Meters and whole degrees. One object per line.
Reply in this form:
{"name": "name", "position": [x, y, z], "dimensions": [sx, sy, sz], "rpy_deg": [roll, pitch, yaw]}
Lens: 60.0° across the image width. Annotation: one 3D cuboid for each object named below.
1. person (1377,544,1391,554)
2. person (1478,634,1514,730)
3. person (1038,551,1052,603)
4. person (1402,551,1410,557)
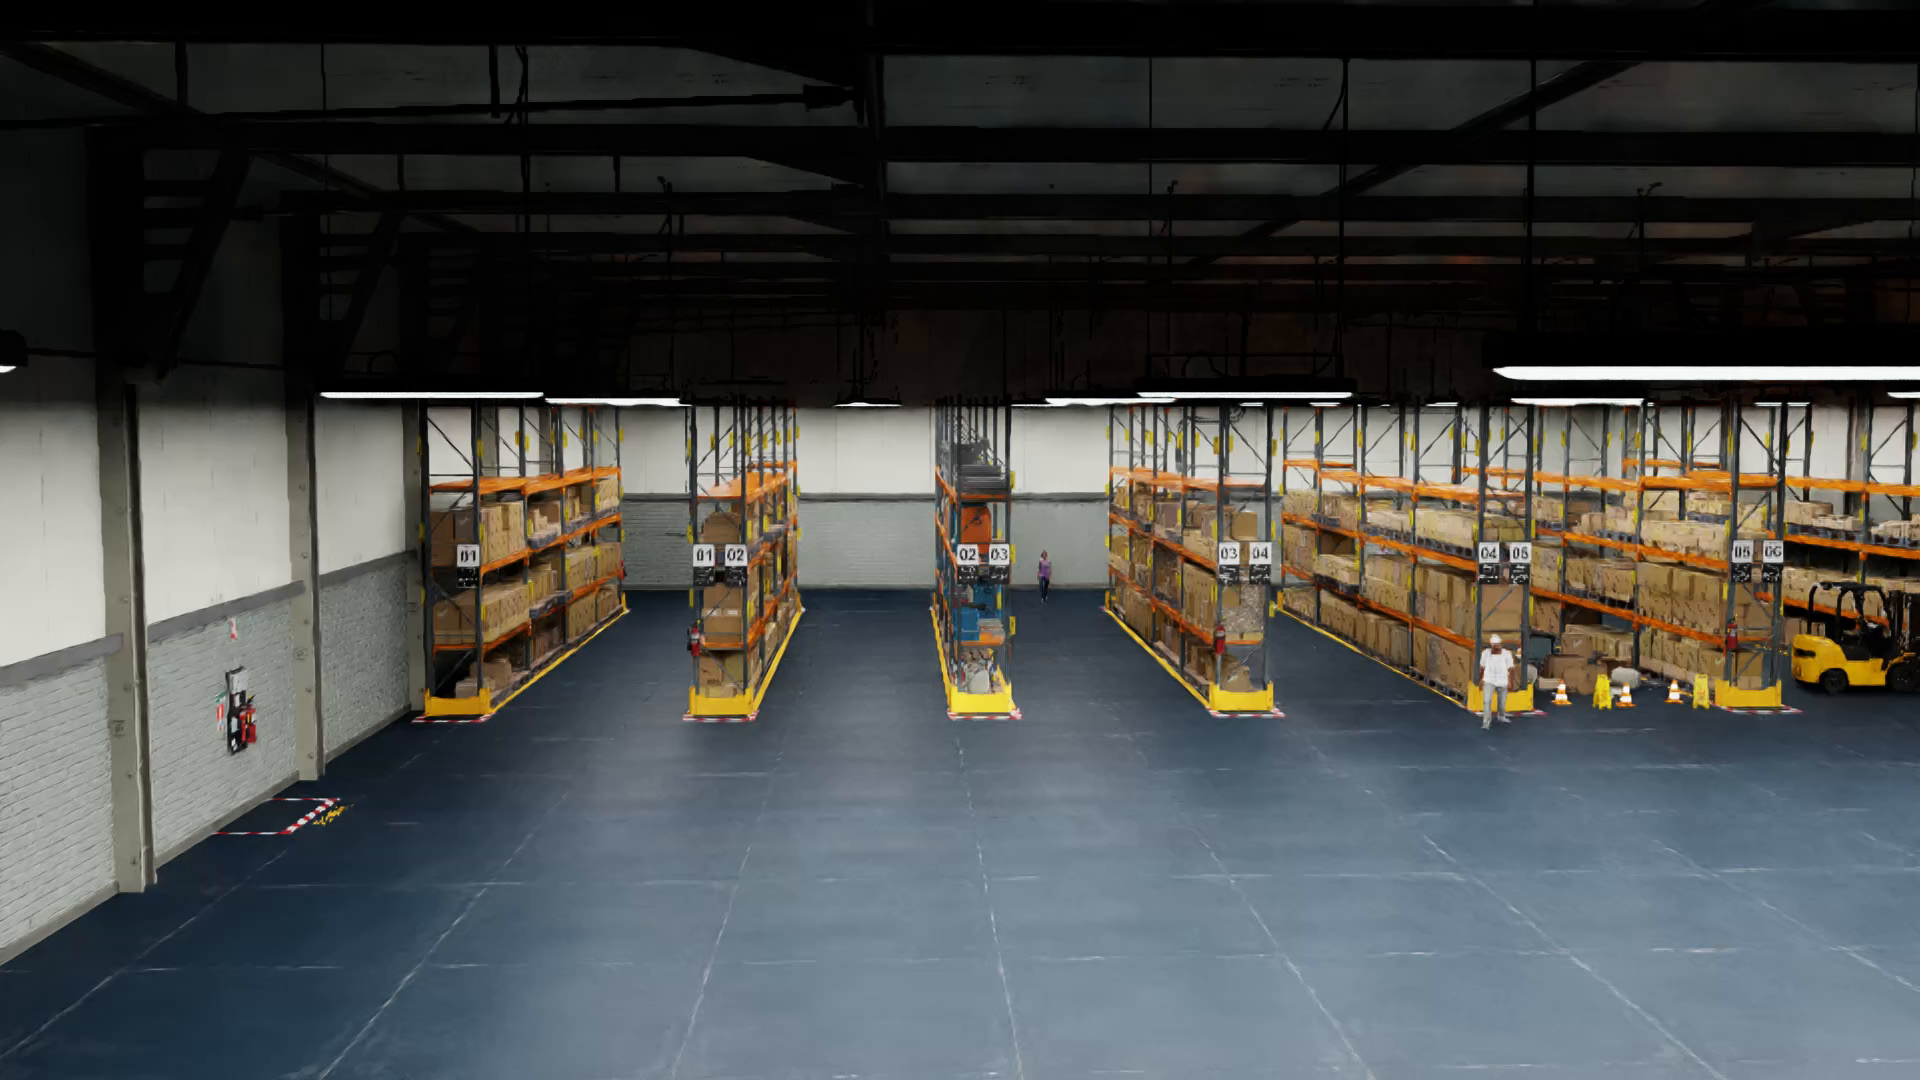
{"name": "person", "position": [13.226, 0.855, 51.696], "dimensions": [0.548, 1.615, 0.552], "rpy_deg": [3, 5, 34]}
{"name": "person", "position": [9.622, 2.528, 29.843], "dimensions": [0.616, 1.712, 0.970], "rpy_deg": [1, 5, 18]}
{"name": "person", "position": [2.523, 1.122, 49.408], "dimensions": [0.416, 1.417, 1.029], "rpy_deg": [0, 5, -3]}
{"name": "person", "position": [13.140, 1.086, 48.572], "dimensions": [0.546, 1.656, 0.596], "rpy_deg": [-2, 5, -25]}
